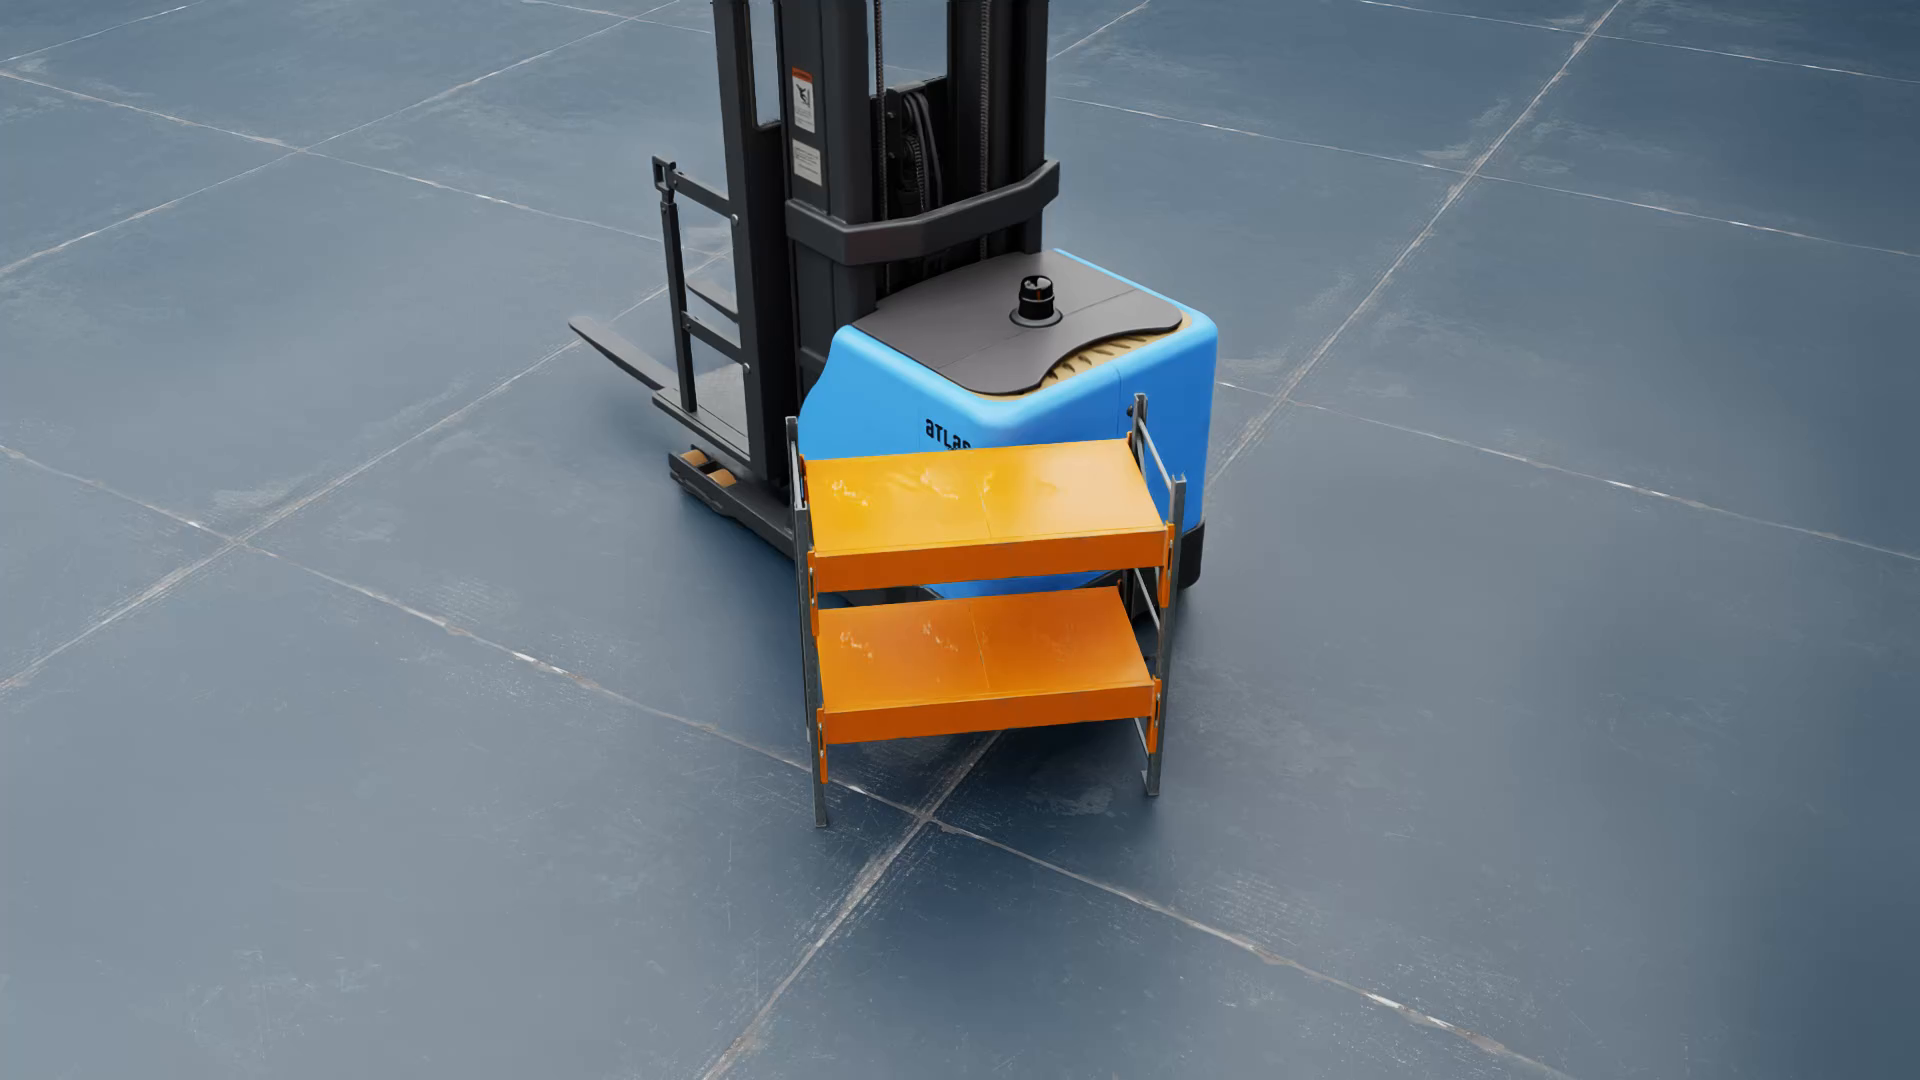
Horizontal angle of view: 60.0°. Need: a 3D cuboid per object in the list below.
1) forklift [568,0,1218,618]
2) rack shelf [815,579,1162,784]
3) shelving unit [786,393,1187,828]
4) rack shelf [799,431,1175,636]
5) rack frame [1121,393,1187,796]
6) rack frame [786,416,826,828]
[{"bbox_3d":[-0.485,-1.486,5.837,1.130,2.935,3.031,-25,41,-33],"label":"forklift"},{"bbox_3d":[0.055,0.418,5.049,1.000,0.278,0.538,-4,34,-6],"label":"rack shelf"},{"bbox_3d":[0.055,0.214,4.913,1.048,1.125,0.538,-4,34,-6],"label":"shelving unit"},{"bbox_3d":[0.055,-0.029,4.751,1.000,0.278,0.538,-4,34,-6],"label":"rack shelf"},{"bbox_3d":[0.559,0.176,4.971,0.032,1.125,0.500,-4,34,-6],"label":"rack frame"},{"bbox_3d":[-0.448,0.253,4.856,0.032,1.125,0.500,-4,34,-6],"label":"rack frame"}]
